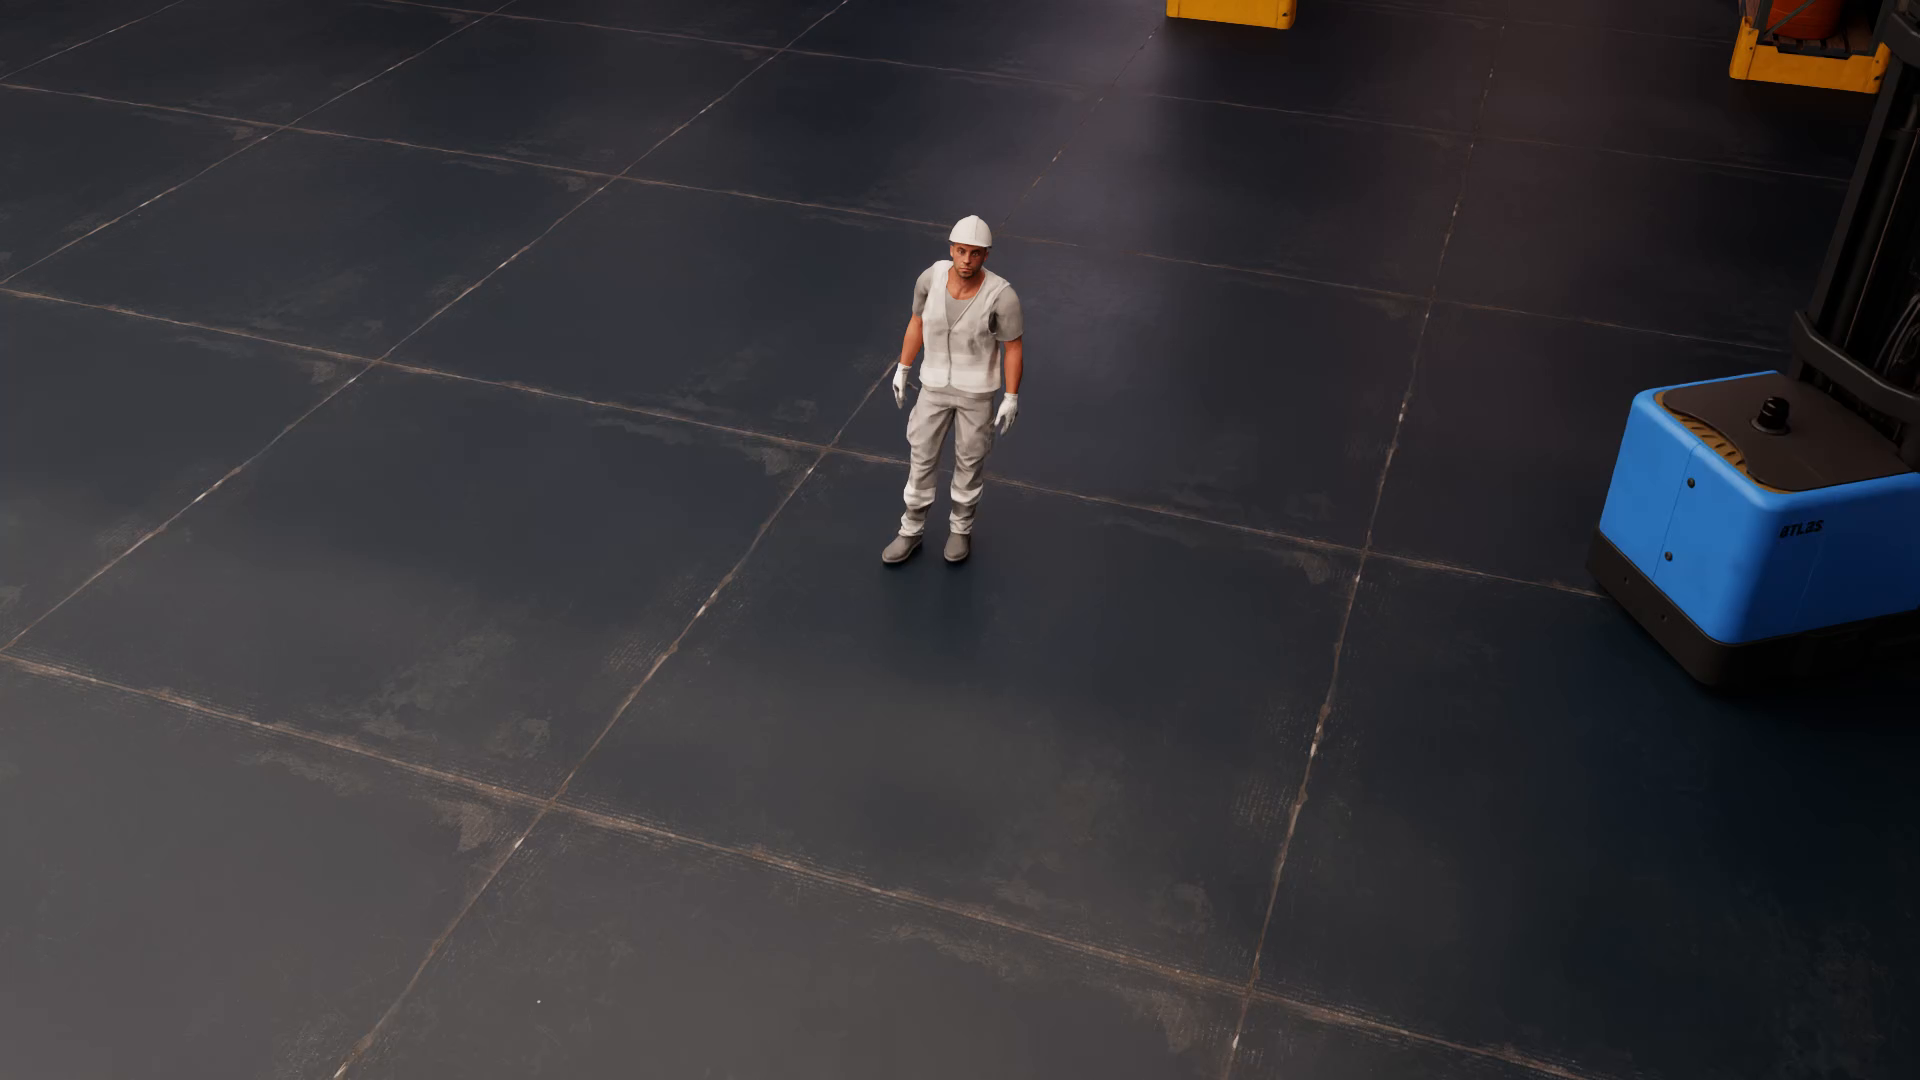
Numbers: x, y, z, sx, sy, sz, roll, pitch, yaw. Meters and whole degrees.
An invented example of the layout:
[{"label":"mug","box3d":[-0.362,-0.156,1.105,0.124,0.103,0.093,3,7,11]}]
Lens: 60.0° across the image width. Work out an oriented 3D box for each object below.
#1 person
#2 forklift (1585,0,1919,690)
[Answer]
[{"label":"person","box3d":[-0.039,-0.695,8.065,0.637,1.787,0.564,12,37,16]},{"label":"forklift","box3d":[4.708,-0.979,7.491,3.031,2.935,1.130,-9,36,-13]}]
